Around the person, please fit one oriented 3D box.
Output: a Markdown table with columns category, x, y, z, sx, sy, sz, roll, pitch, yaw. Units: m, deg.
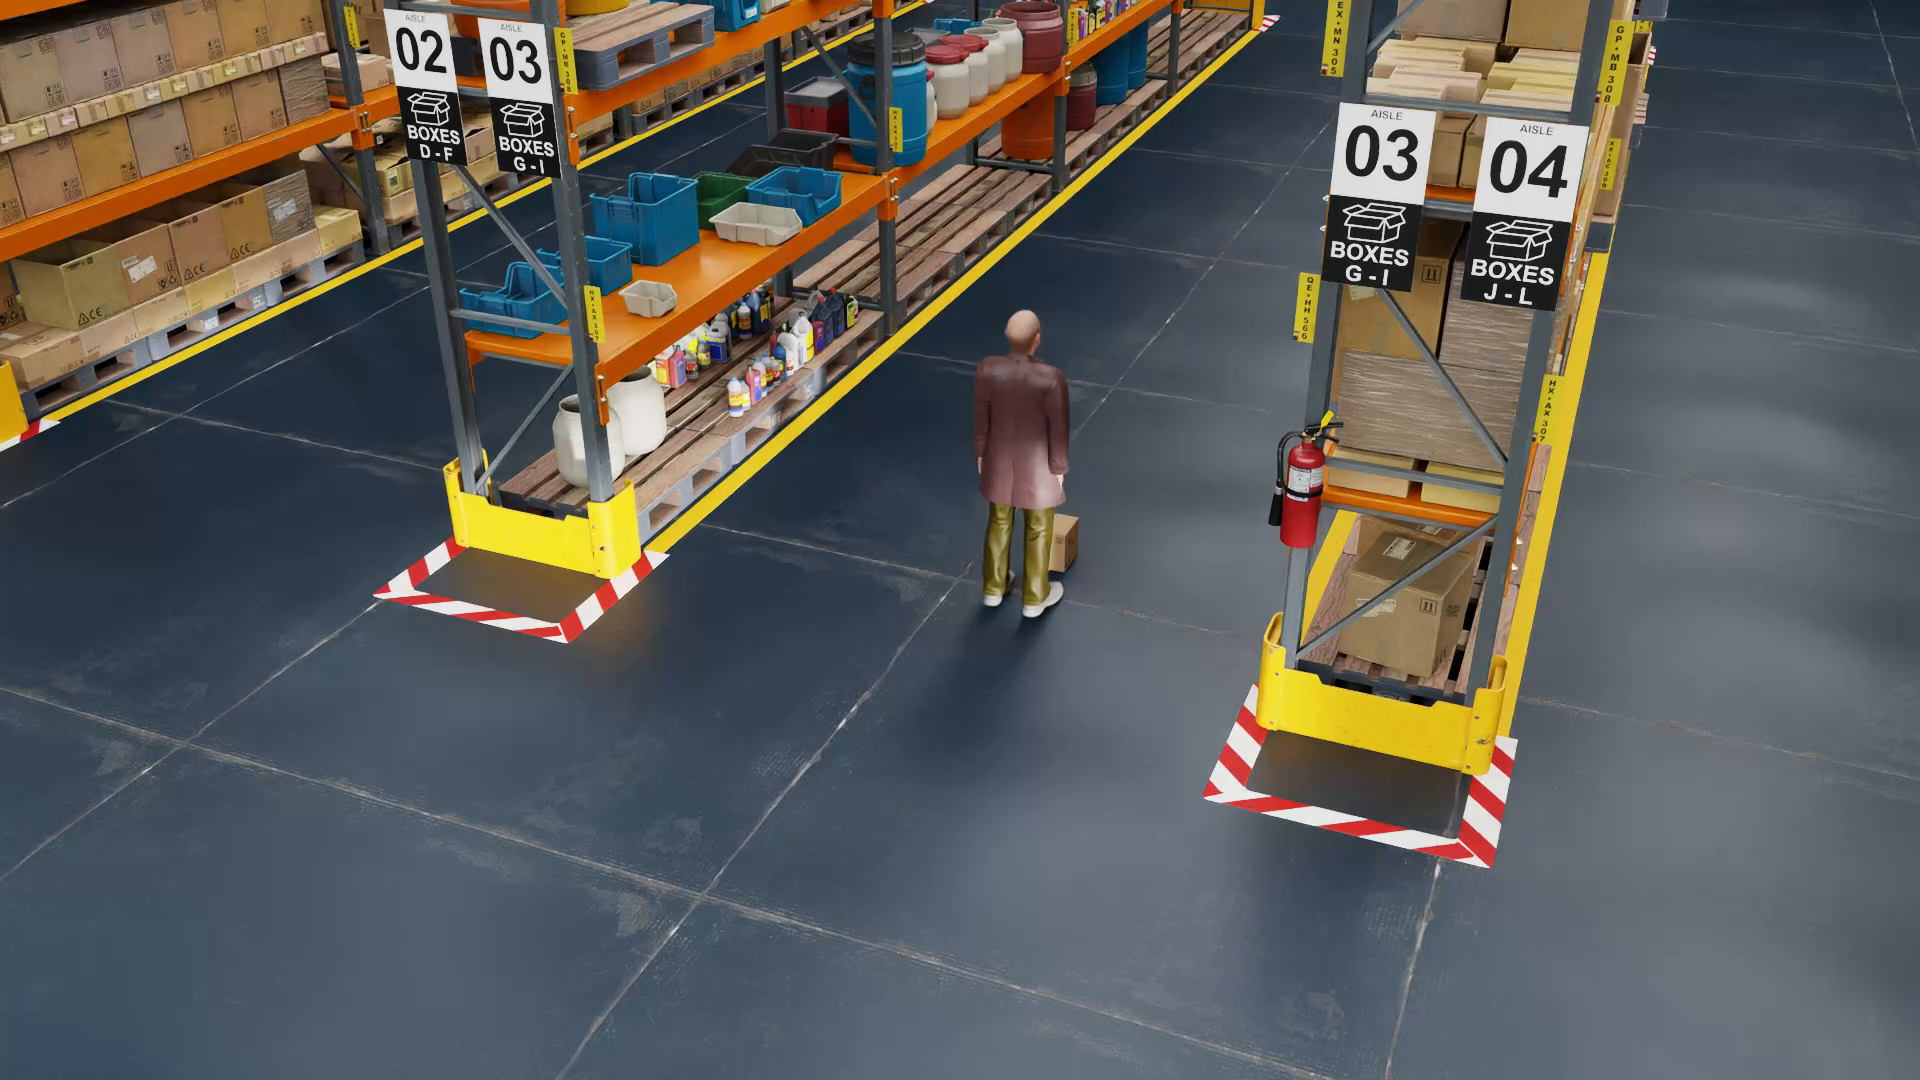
| category | x | y | z | sx | sy | sz | roll | pitch | yaw |
| --- | --- | --- | --- | --- | --- | --- | --- | --- | --- |
| person | 0.346 | -0.441 | 9.182 | 0.578 | 1.783 | 0.398 | 11 | 31 | 20 |
